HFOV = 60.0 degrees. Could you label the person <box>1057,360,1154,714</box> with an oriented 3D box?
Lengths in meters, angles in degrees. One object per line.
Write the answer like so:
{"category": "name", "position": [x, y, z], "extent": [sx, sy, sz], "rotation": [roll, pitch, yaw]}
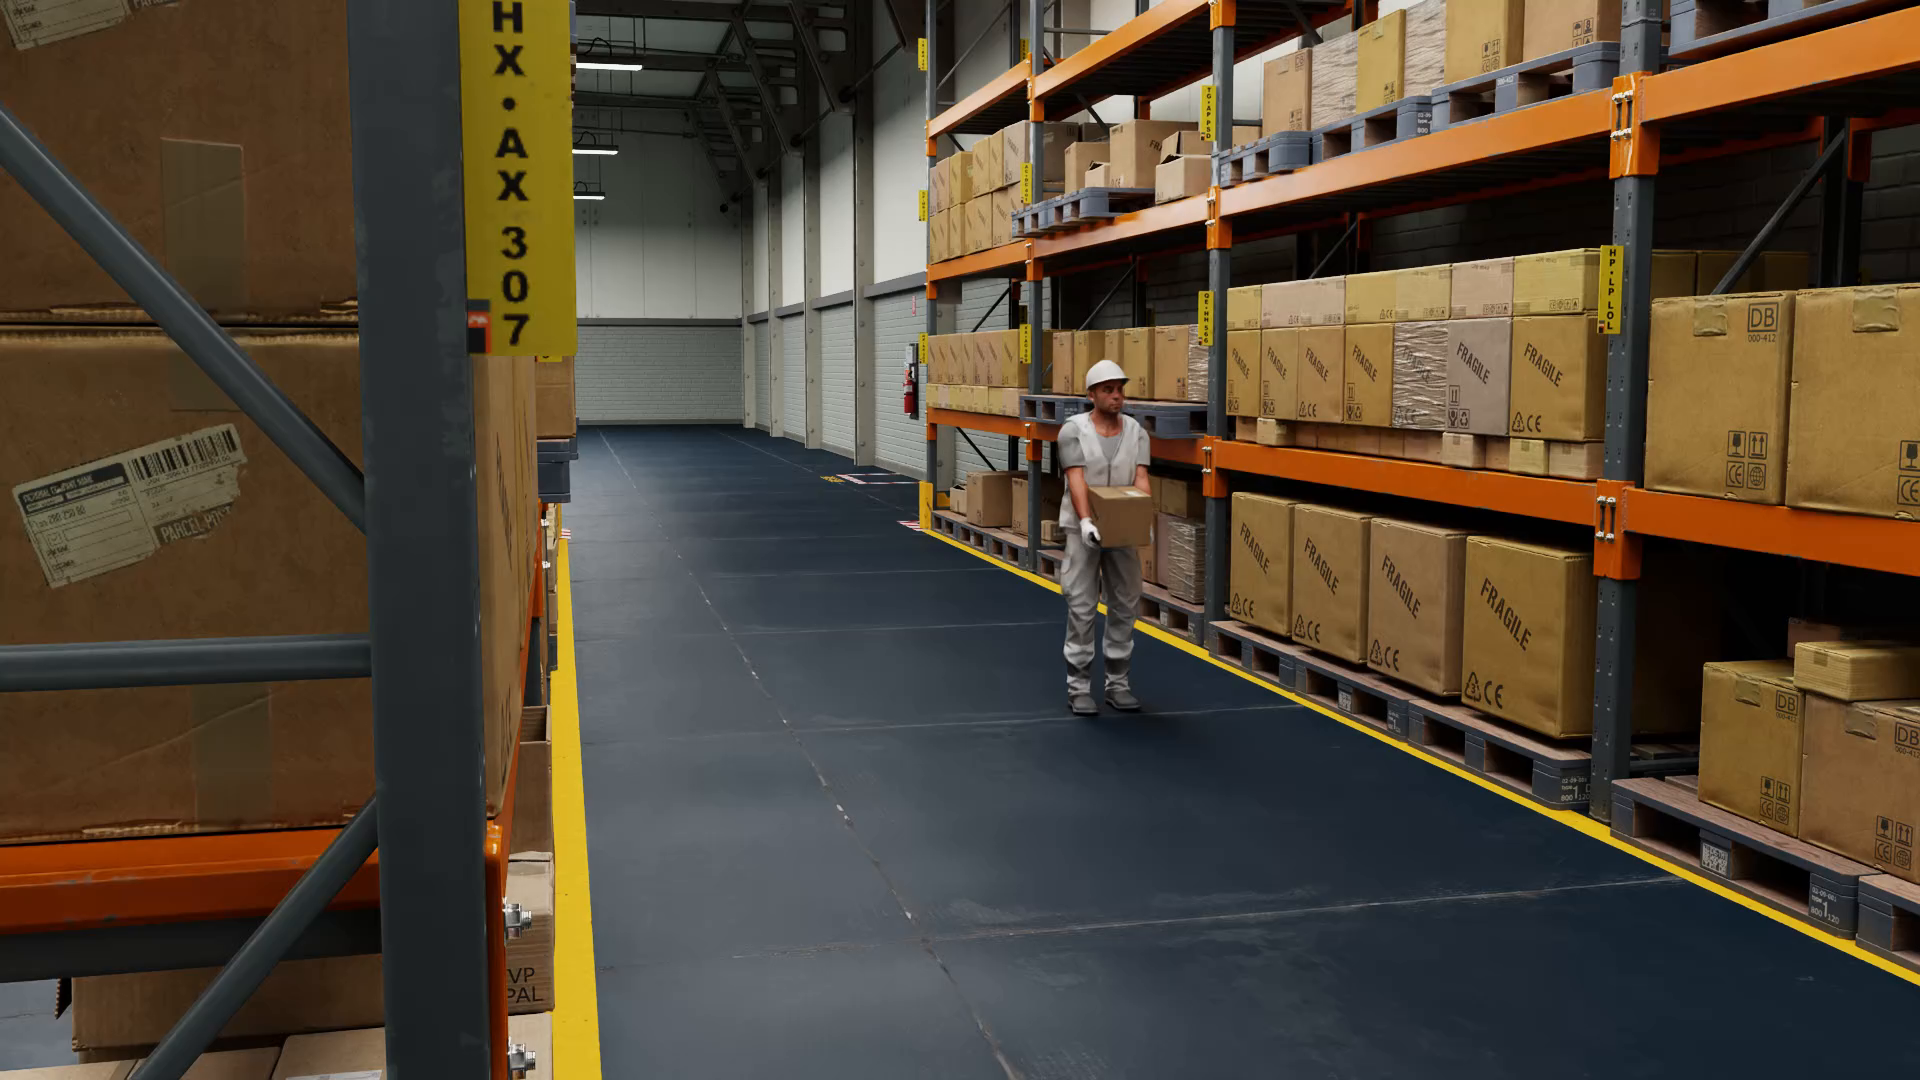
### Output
{"category": "person", "position": [0.752, -0.014, 8.419], "extent": [0.495, 1.784, 0.560], "rotation": [-2, 6, -15]}
